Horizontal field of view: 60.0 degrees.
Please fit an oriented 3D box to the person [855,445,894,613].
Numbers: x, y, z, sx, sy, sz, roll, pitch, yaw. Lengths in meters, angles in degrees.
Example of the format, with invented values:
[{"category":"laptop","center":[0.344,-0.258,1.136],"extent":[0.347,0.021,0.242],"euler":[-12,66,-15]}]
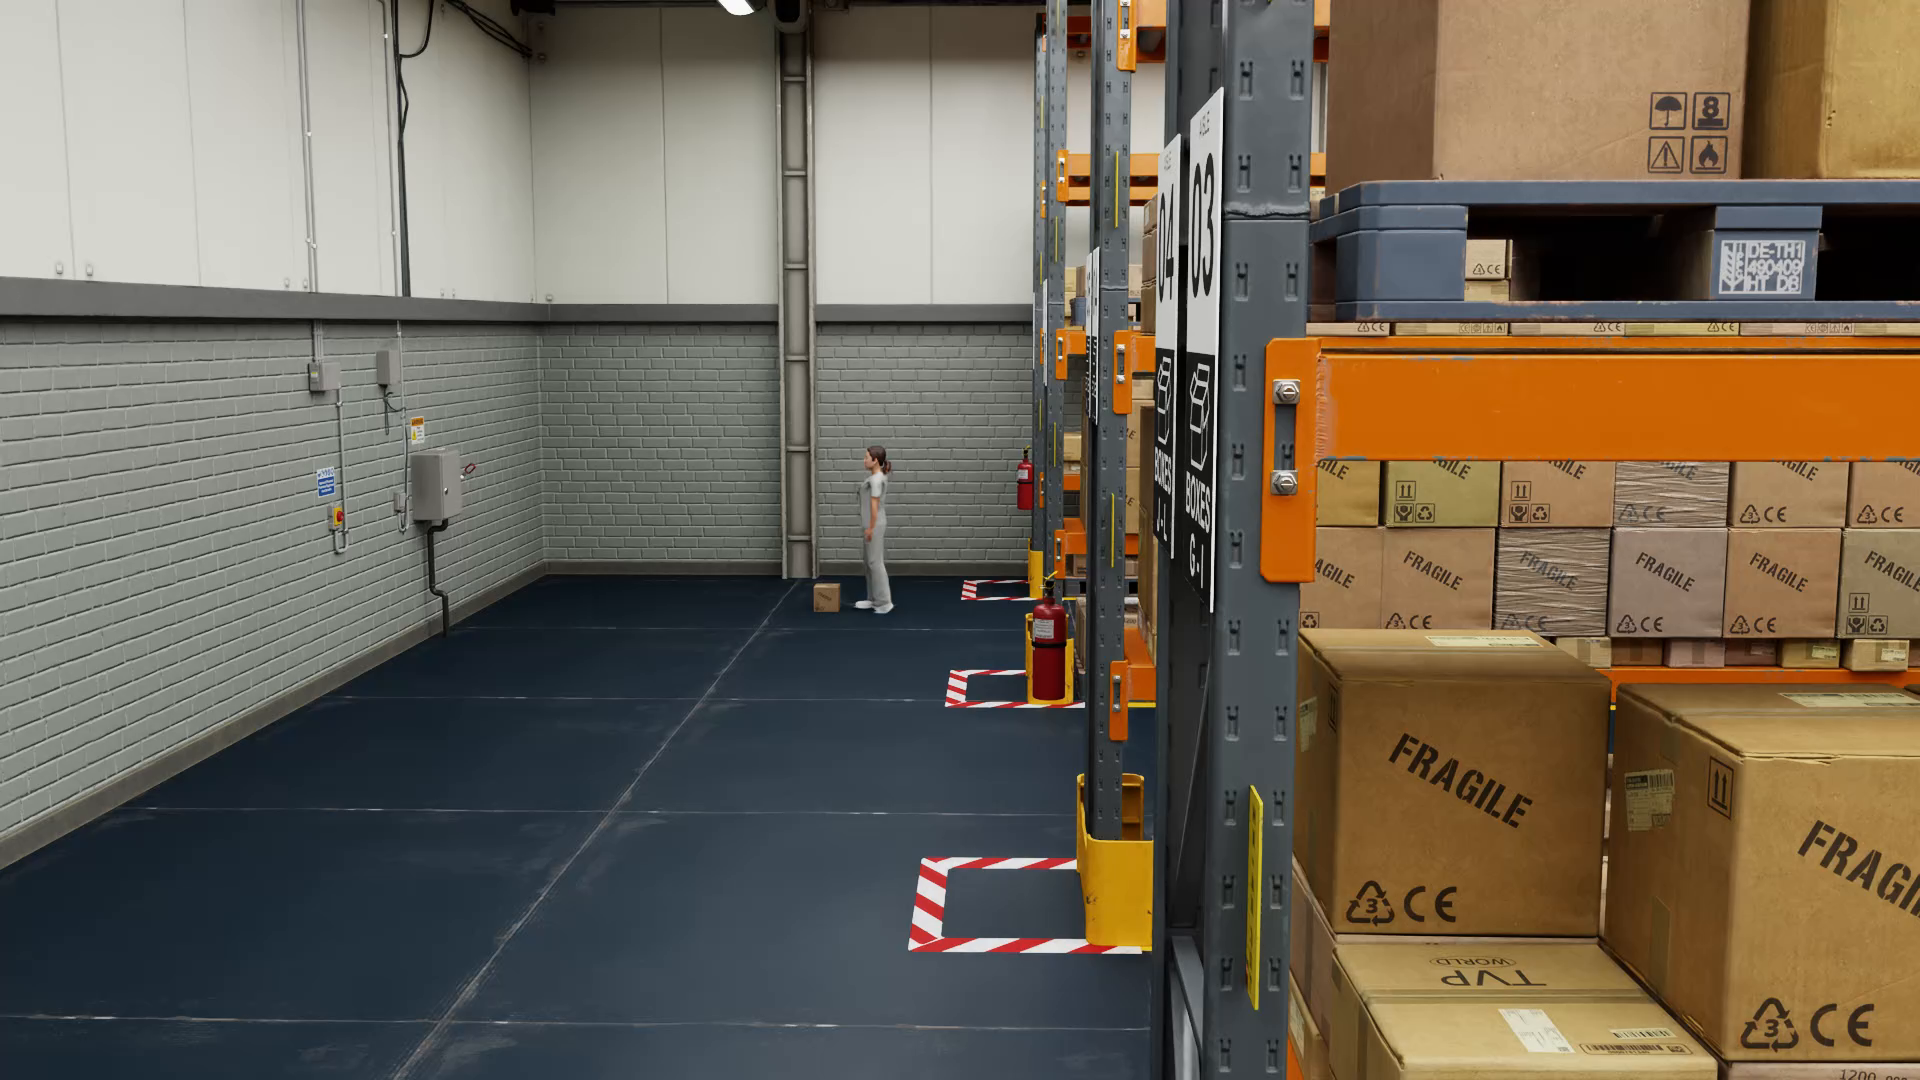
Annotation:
[{"category":"person","center":[-0.866,-0.085,16.726],"extent":[0.408,1.733,0.440],"euler":[0,7,2]}]
